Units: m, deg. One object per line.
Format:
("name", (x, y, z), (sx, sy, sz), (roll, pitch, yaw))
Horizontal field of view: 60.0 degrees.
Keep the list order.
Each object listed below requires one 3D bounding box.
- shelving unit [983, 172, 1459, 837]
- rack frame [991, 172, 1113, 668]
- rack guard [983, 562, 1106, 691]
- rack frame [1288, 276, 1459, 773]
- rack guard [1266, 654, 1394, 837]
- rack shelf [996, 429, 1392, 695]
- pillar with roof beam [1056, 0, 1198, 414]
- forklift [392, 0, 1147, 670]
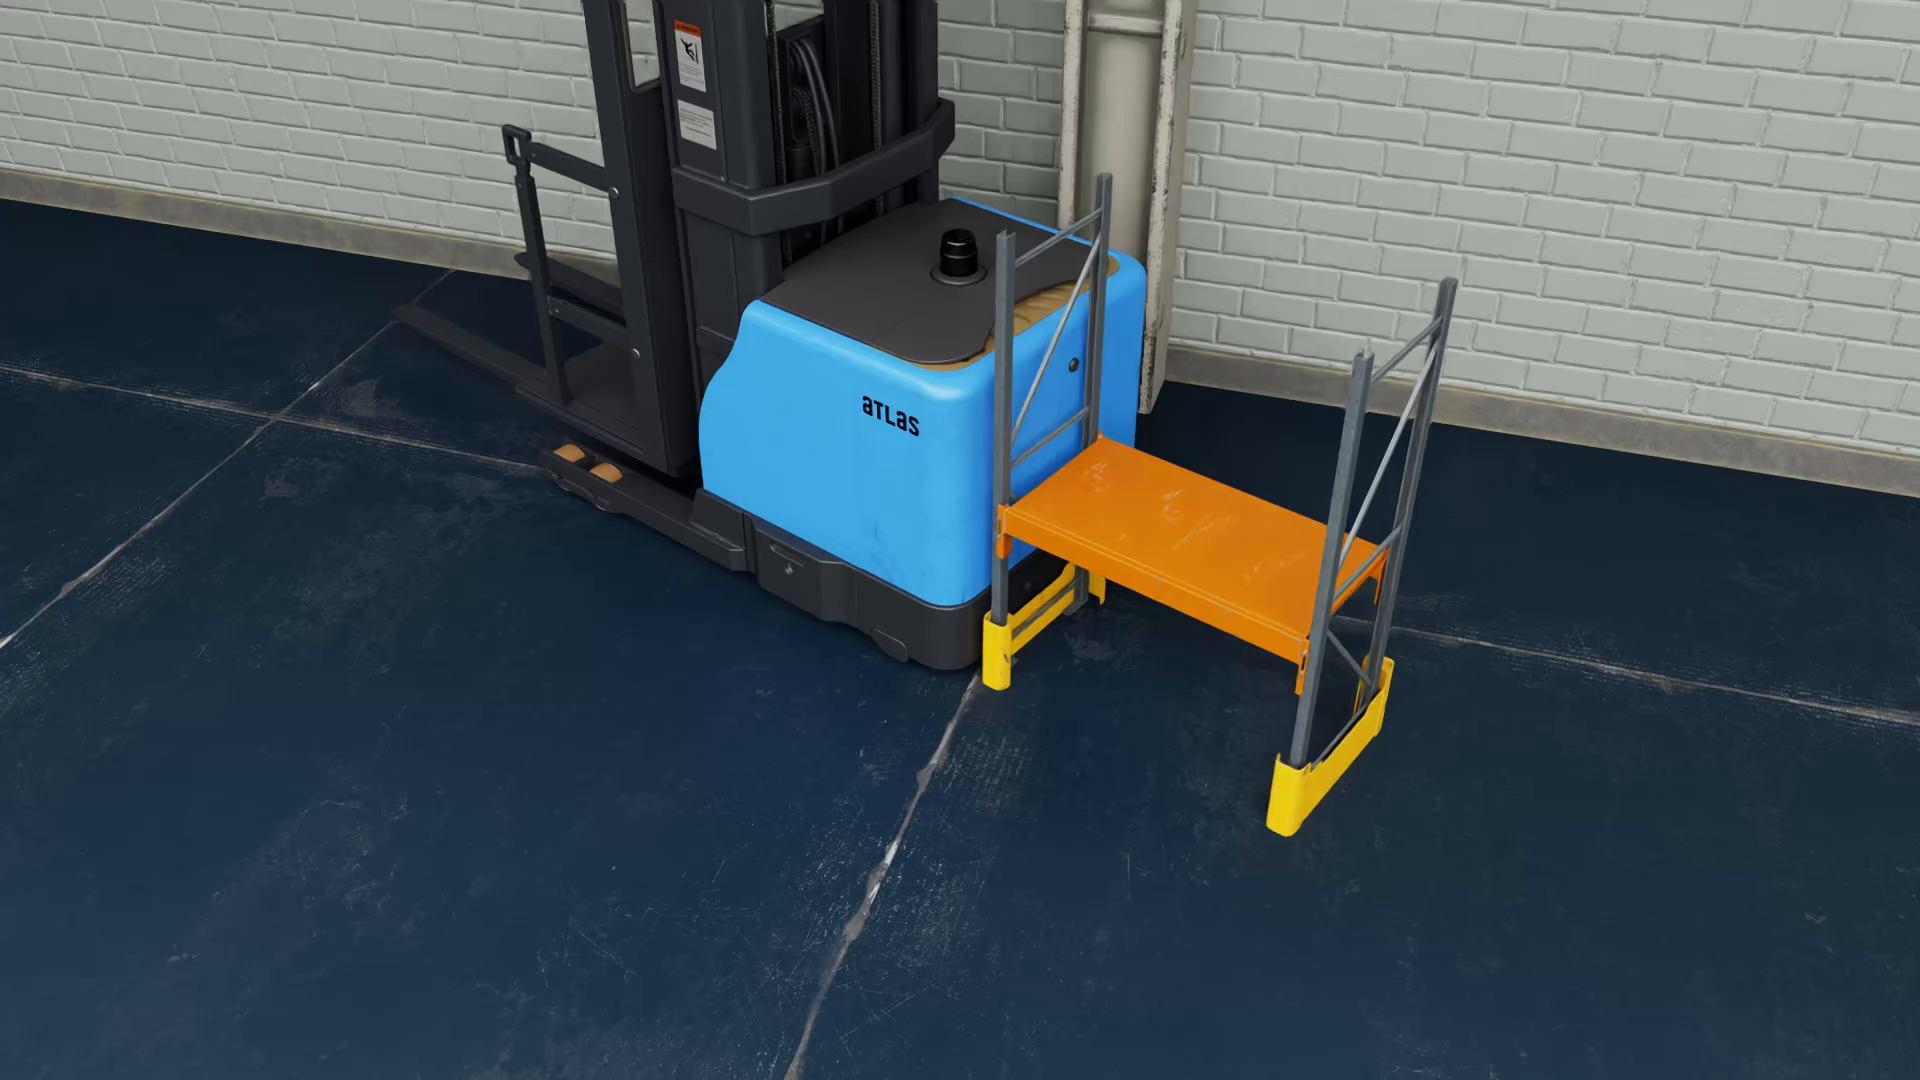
("shelving unit", (0.668, -0.106, 4.629), (1.083, 1.500, 0.587), (25, 43, 30))
("rack frame", (0.258, -0.294, 4.884), (0.032, 1.500, 0.500), (25, 43, 30))
("rack guard", (0.274, 0.217, 5.245), (0.087, 0.250, 0.587), (25, 43, 30))
("rack frame", (1.062, 0.075, 4.383), (0.032, 1.500, 0.500), (25, 43, 30))
("rack guard", (1.061, 0.578, 4.754), (0.087, 0.250, 0.587), (25, 43, 30))
("rack shelf", (0.660, 0.035, 4.740), (1.000, 0.185, 0.538), (25, 43, 30))
("pillar with roof beam", (-0.697, -1.794, 0.596), (0.400, 9.000, 9.100), (10, 38, 14))
("forklift", (-0.873, -1.503, 5.319), (3.031, 2.935, 1.130), (26, 43, 30))
